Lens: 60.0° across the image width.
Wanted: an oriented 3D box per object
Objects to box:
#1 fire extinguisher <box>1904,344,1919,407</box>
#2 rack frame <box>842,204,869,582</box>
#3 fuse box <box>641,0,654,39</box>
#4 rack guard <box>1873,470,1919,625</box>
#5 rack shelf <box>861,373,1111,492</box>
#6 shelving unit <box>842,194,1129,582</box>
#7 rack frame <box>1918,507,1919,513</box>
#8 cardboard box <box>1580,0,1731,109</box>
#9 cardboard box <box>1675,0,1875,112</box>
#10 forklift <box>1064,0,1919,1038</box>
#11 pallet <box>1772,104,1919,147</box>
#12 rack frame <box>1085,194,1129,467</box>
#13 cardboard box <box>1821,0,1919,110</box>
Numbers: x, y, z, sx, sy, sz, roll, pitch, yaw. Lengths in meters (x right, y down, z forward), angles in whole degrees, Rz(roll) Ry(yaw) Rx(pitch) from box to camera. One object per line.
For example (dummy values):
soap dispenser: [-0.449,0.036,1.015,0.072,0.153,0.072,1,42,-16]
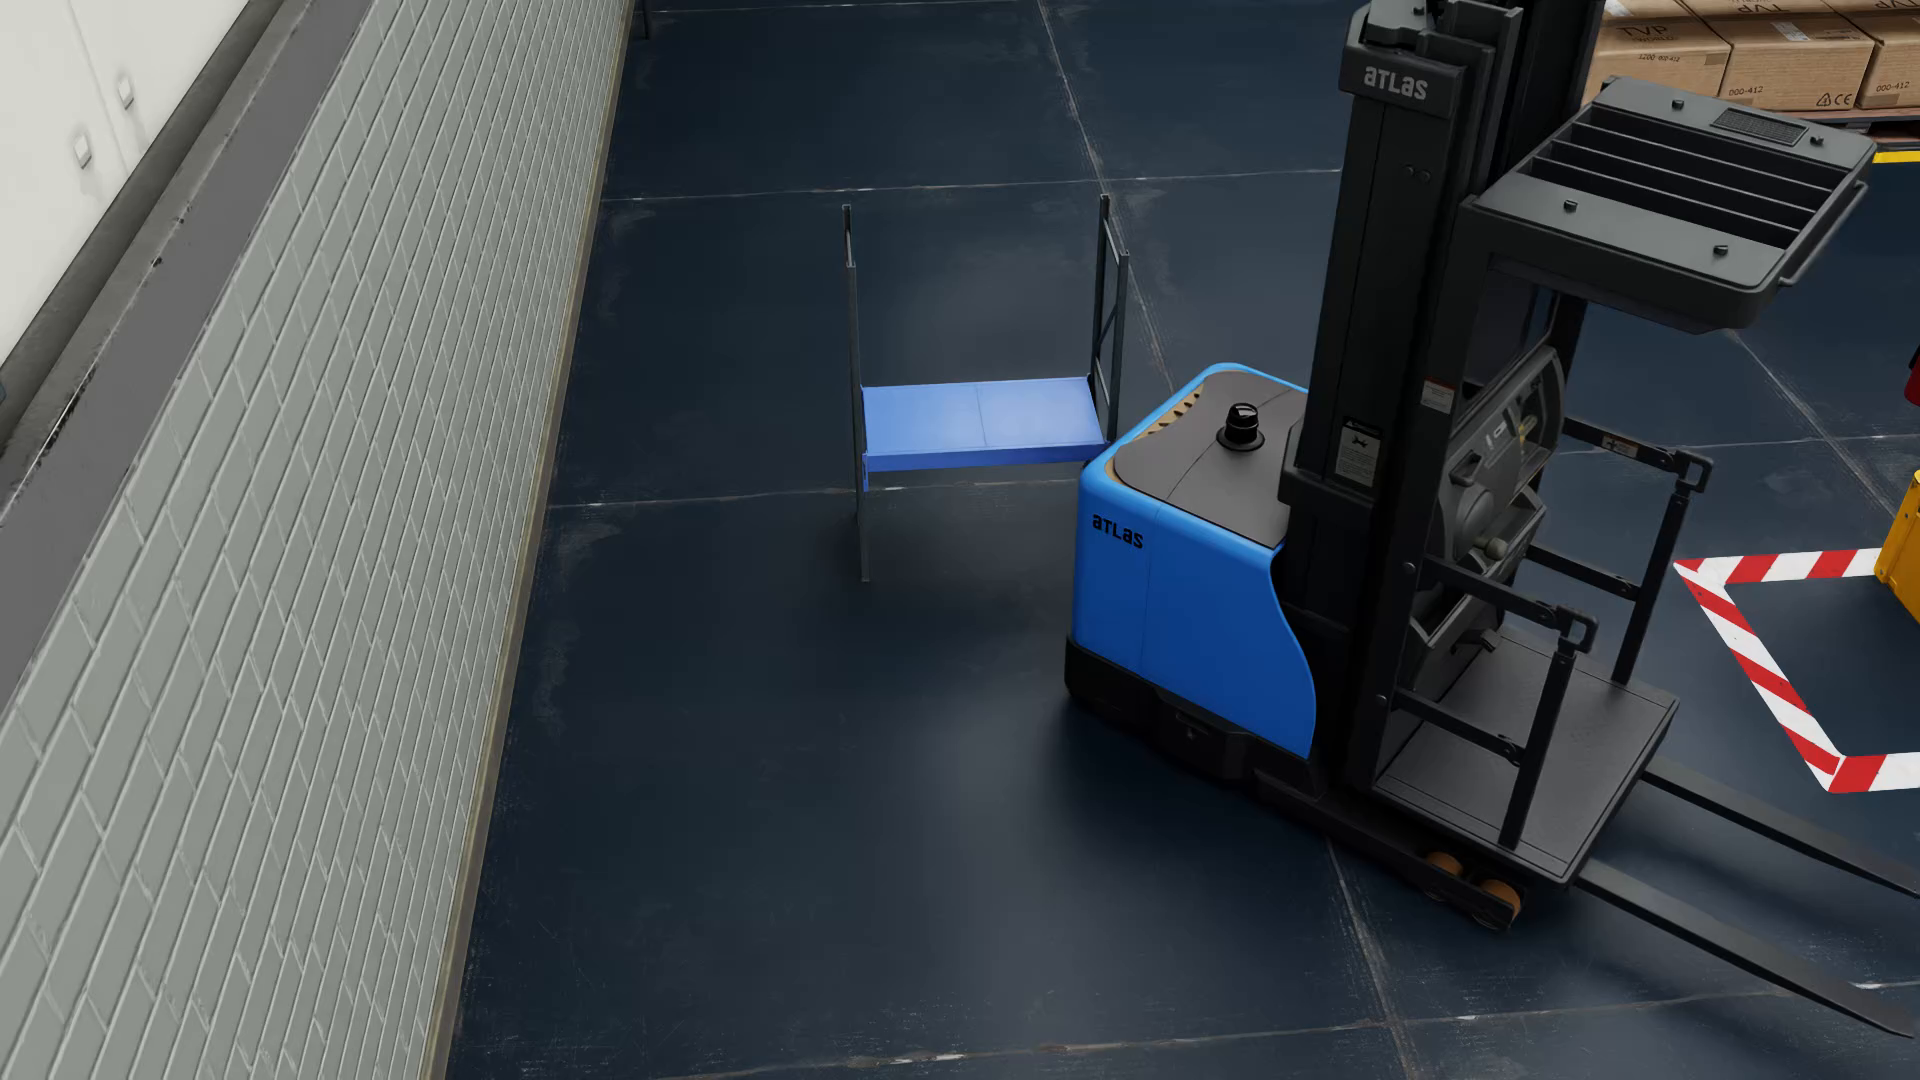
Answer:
fire extinguisher: [3.737,-0.810,6.218,0.183,0.674,0.296,-3,38,-4]
rack frame: [-0.421,-0.566,6.756,0.032,1.500,0.500,-3,38,-4]
fuse box: [-2.165,-4.239,11.241,0.414,1.711,0.539,-3,38,-4]
rack guard: [4.105,0.261,6.515,0.348,0.500,1.175,-3,38,-4]
rack shelf: [0.085,-0.452,6.903,1.000,0.185,0.538,-3,38,-4]
shelving unit: [0.085,-0.593,6.791,1.048,1.500,0.538,-3,38,-4]
rack frame: [4.029,-0.716,5.736,0.127,3.000,1.000,-3,38,-4]
cardboard box: [4.138,-3.021,10.387,0.875,0.438,0.875,-4,38,-6]
cardboard box: [5.049,-3.077,10.457,0.875,0.438,0.875,-2,38,-3]
forklift: [1.878,-0.219,5.162,3.031,2.935,1.130,26,45,29]
pallet: [5.492,-2.827,10.662,1.213,0.211,1.003,-3,38,-4]
rack frame: [0.591,-0.621,6.827,0.032,1.500,0.500,-3,38,-4]
cardboard box: [5.948,-3.125,10.519,0.875,0.438,0.875,-4,38,-5]
